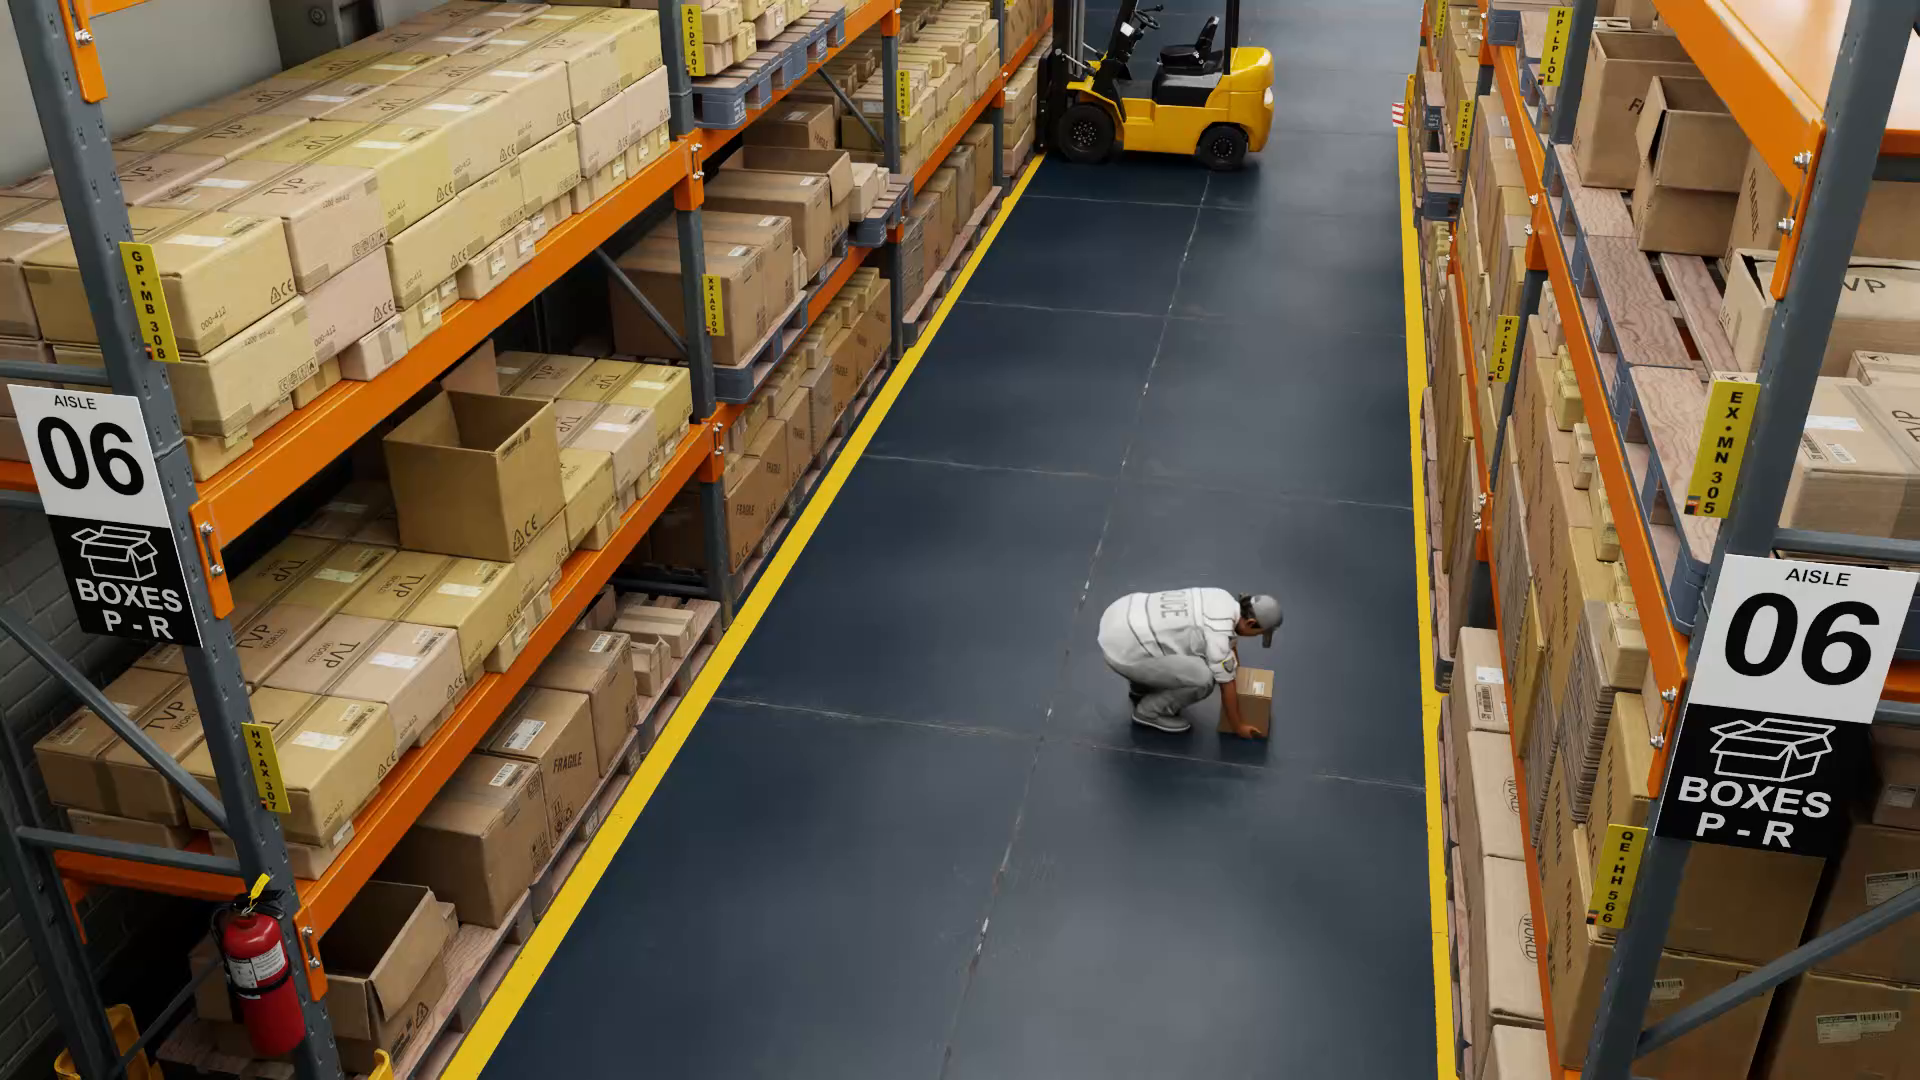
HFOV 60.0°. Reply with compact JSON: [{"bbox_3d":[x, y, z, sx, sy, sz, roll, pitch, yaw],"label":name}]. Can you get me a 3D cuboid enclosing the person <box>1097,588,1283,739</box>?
[{"bbox_3d":[1.165,0.599,8.528,0.918,0.774,0.507,5,29,10],"label":"person"}]
